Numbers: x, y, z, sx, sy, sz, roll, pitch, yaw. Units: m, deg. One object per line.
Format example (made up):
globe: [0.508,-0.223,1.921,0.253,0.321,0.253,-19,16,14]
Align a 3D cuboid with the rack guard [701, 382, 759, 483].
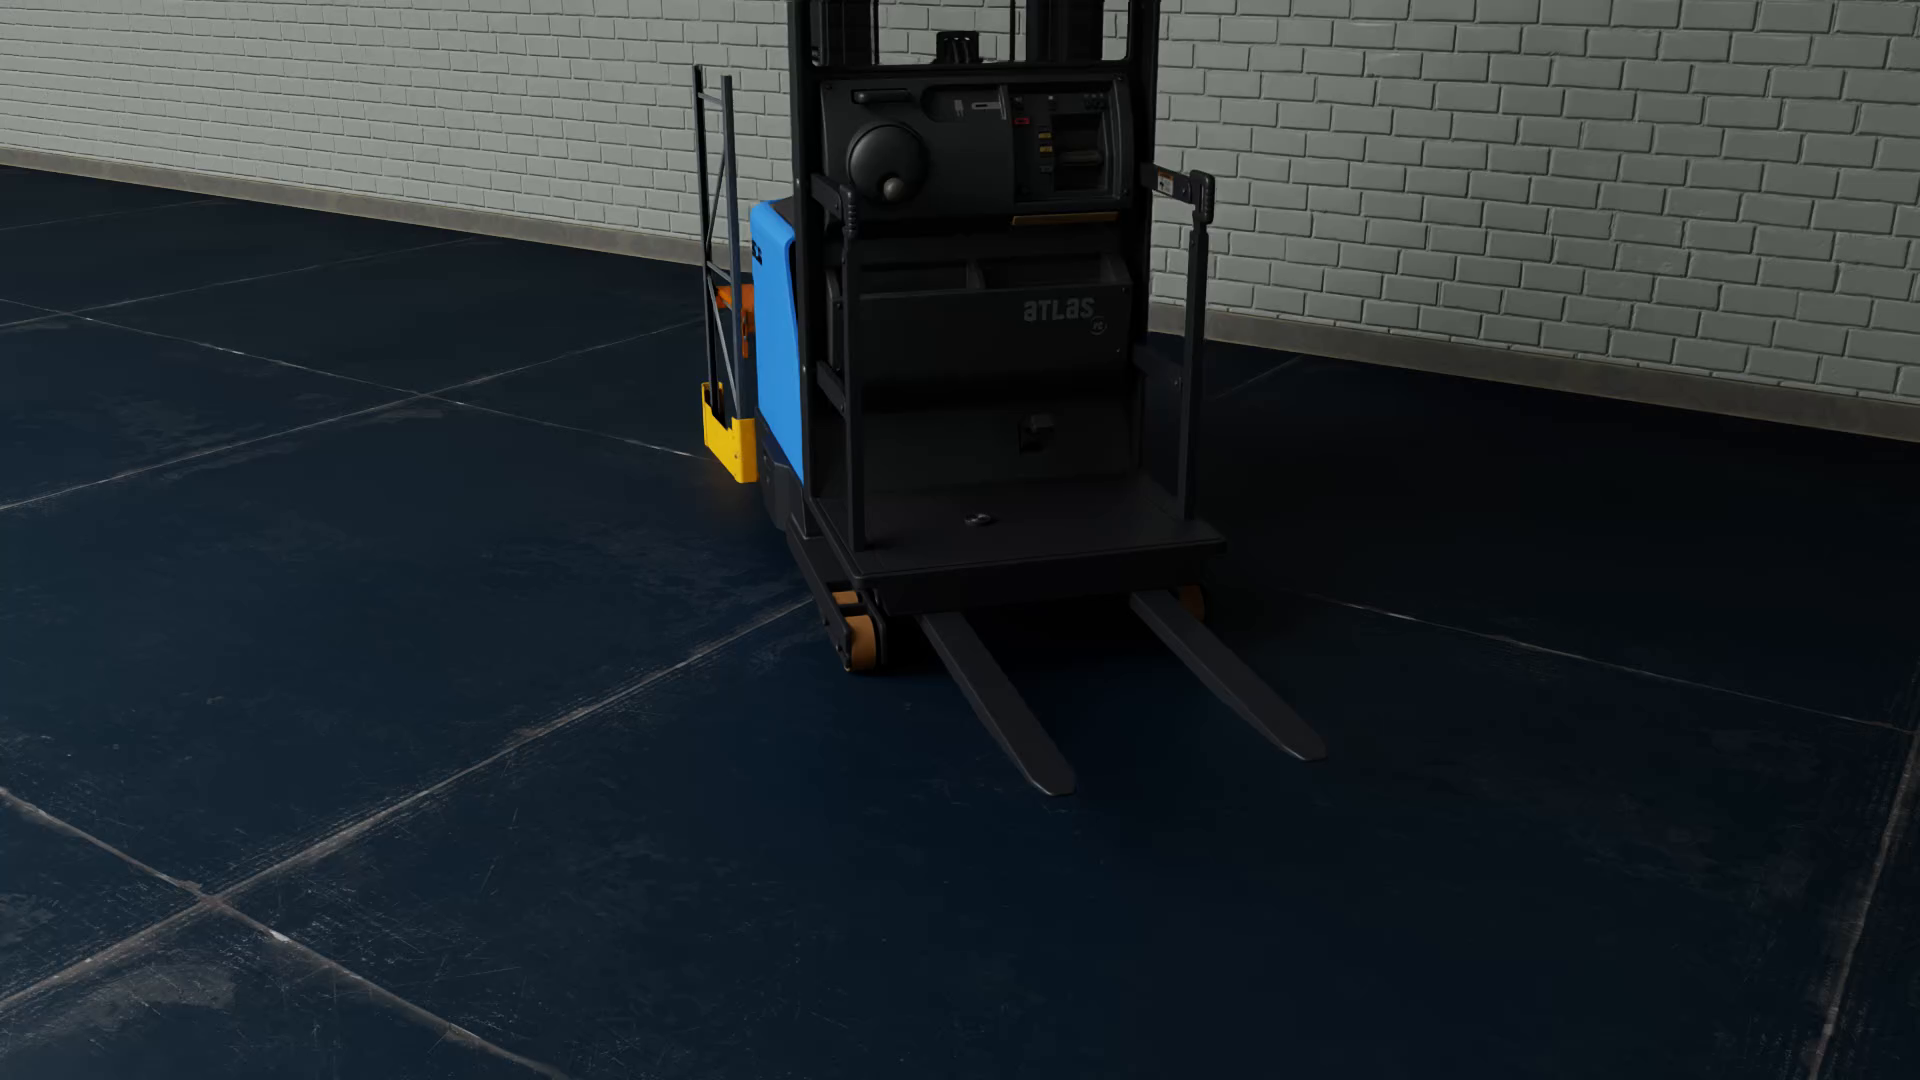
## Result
rack guard: [-0.911,-0.432,6.573,0.087,0.250,0.587,-8,22,-20]

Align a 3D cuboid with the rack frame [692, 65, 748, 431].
rack frame: [-0.912,-1.018,6.355,0.032,1.500,0.500,-8,22,-20]

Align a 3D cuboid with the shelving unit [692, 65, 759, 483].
shelving unit: [-0.448,-1.082,6.527,1.083,1.500,0.587,-8,22,-20]

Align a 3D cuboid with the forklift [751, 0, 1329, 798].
forklift: [0.117,-1.146,4.639,1.130,2.935,3.031,-5,21,-14]

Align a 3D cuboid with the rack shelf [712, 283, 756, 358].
rack shelf: [-0.439,-0.914,6.592,1.000,0.185,0.538,-8,22,-20]
